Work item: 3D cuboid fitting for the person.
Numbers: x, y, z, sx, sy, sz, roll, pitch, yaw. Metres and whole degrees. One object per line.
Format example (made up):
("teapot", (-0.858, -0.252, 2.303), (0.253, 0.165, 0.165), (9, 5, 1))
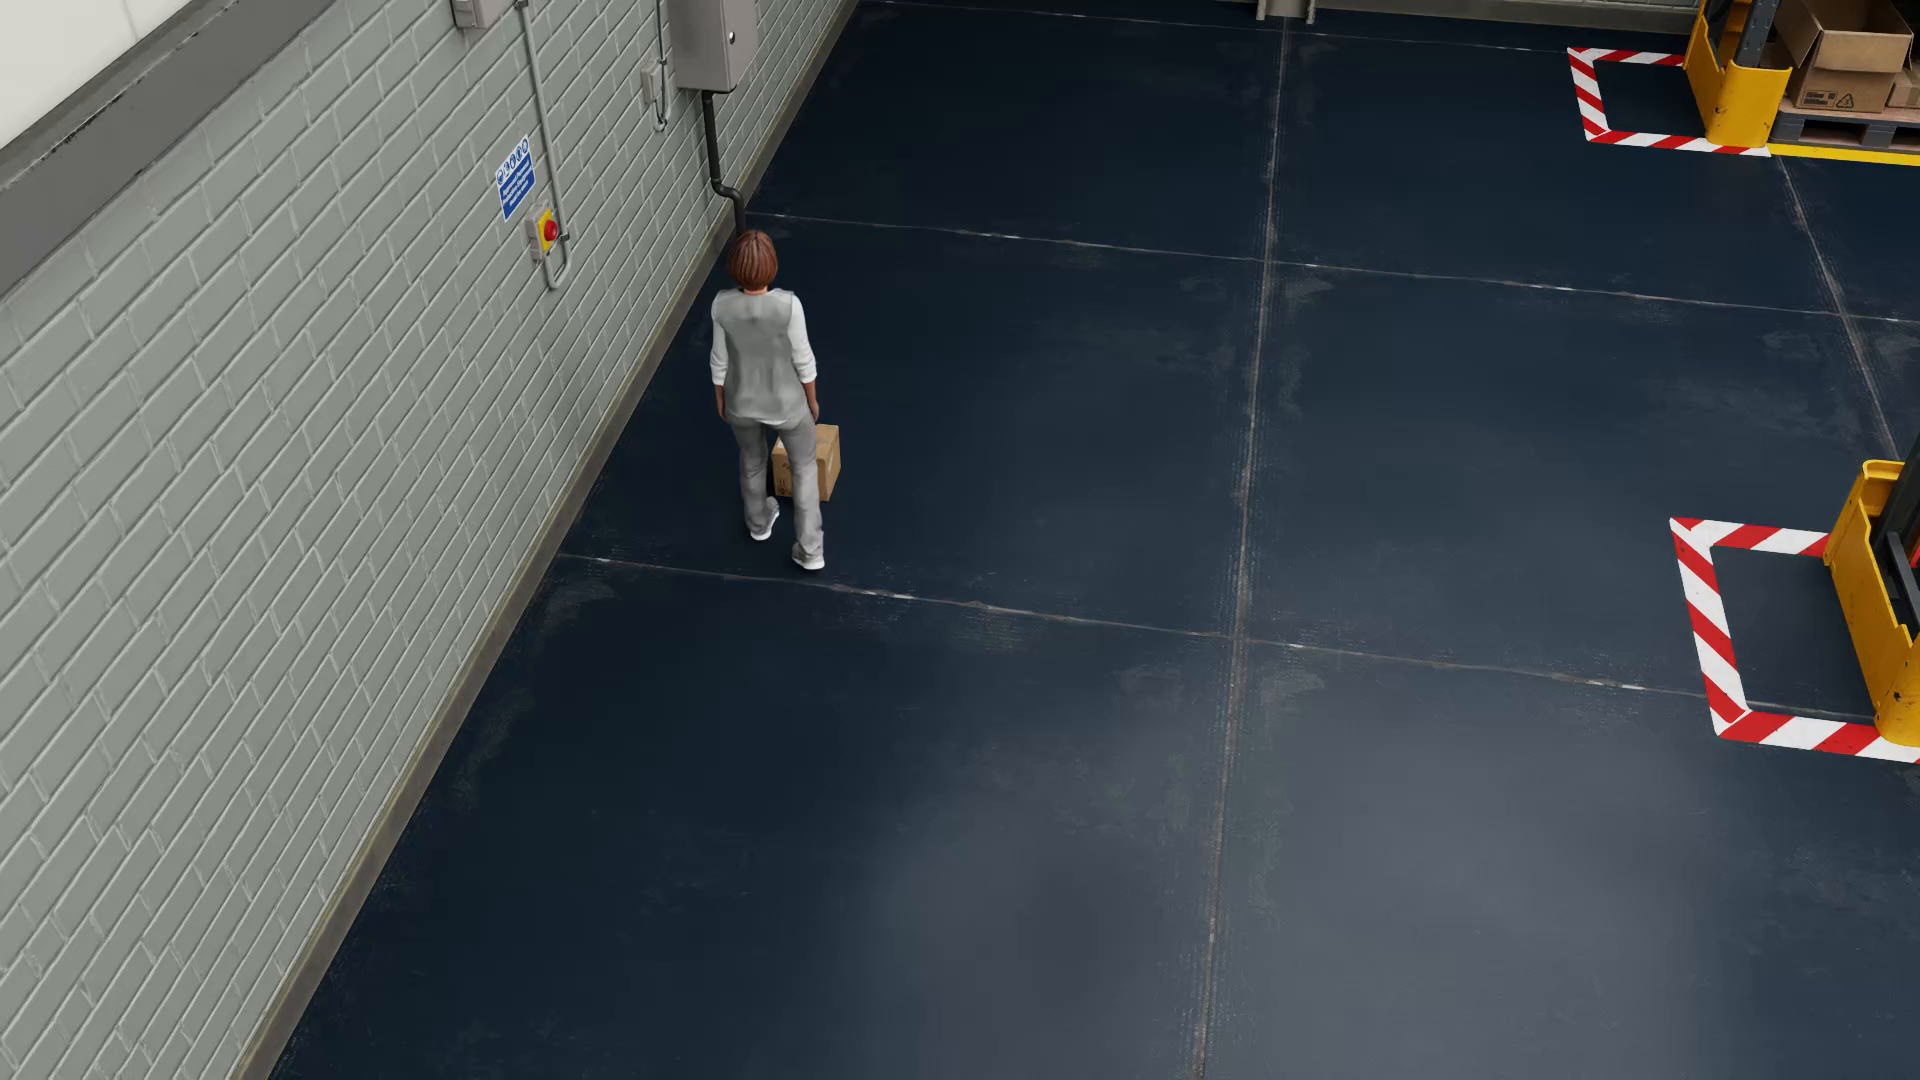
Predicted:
("person", (-0.786, -0.586, 6.850), (0.435, 1.612, 0.505), (3, 41, 3))
